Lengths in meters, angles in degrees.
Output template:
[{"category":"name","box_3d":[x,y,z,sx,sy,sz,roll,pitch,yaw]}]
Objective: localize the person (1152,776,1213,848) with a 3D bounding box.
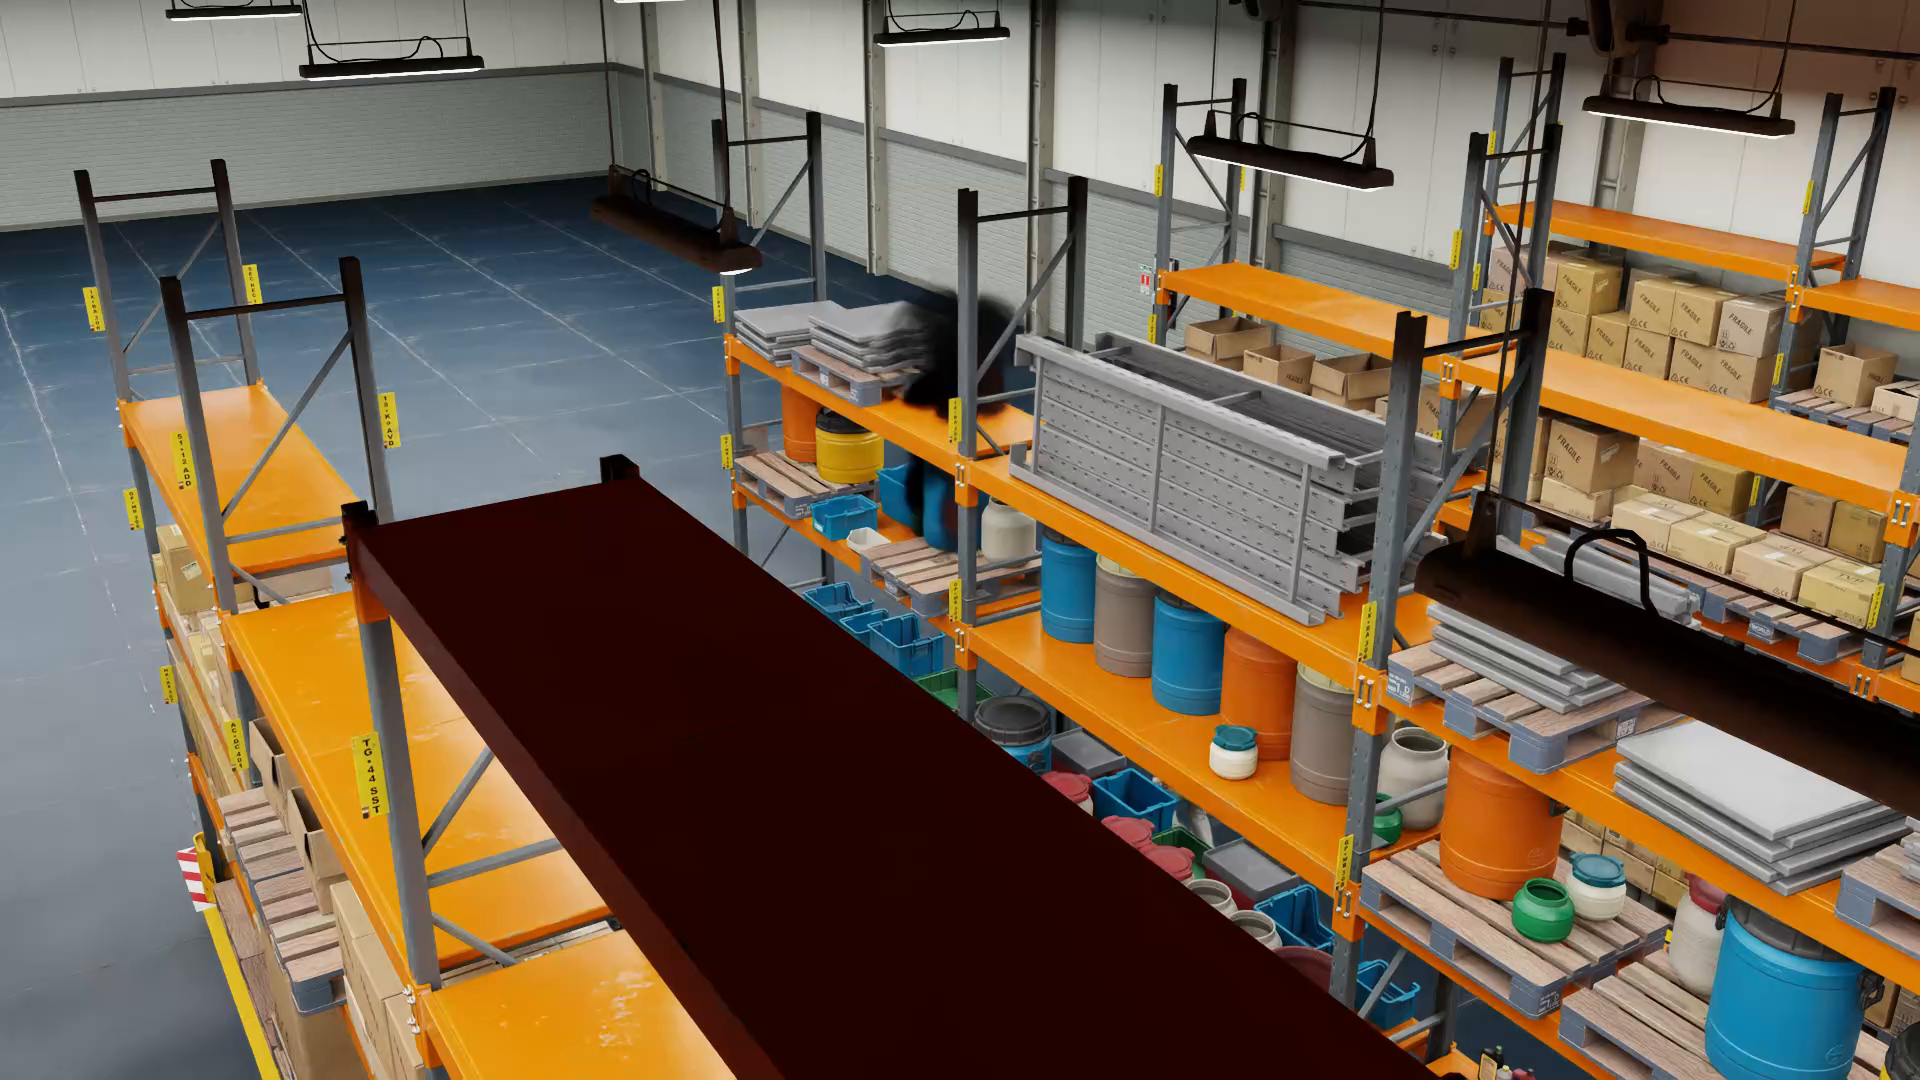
[{"category":"person","box_3d":[1.918,1.983,14.087,0.664,1.780,0.849,-12,25,-28]}]

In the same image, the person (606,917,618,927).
[{"category":"person","box_3d":[-2.818,2.446,13.008,0.644,1.645,0.908,-6,23,-14]}]
